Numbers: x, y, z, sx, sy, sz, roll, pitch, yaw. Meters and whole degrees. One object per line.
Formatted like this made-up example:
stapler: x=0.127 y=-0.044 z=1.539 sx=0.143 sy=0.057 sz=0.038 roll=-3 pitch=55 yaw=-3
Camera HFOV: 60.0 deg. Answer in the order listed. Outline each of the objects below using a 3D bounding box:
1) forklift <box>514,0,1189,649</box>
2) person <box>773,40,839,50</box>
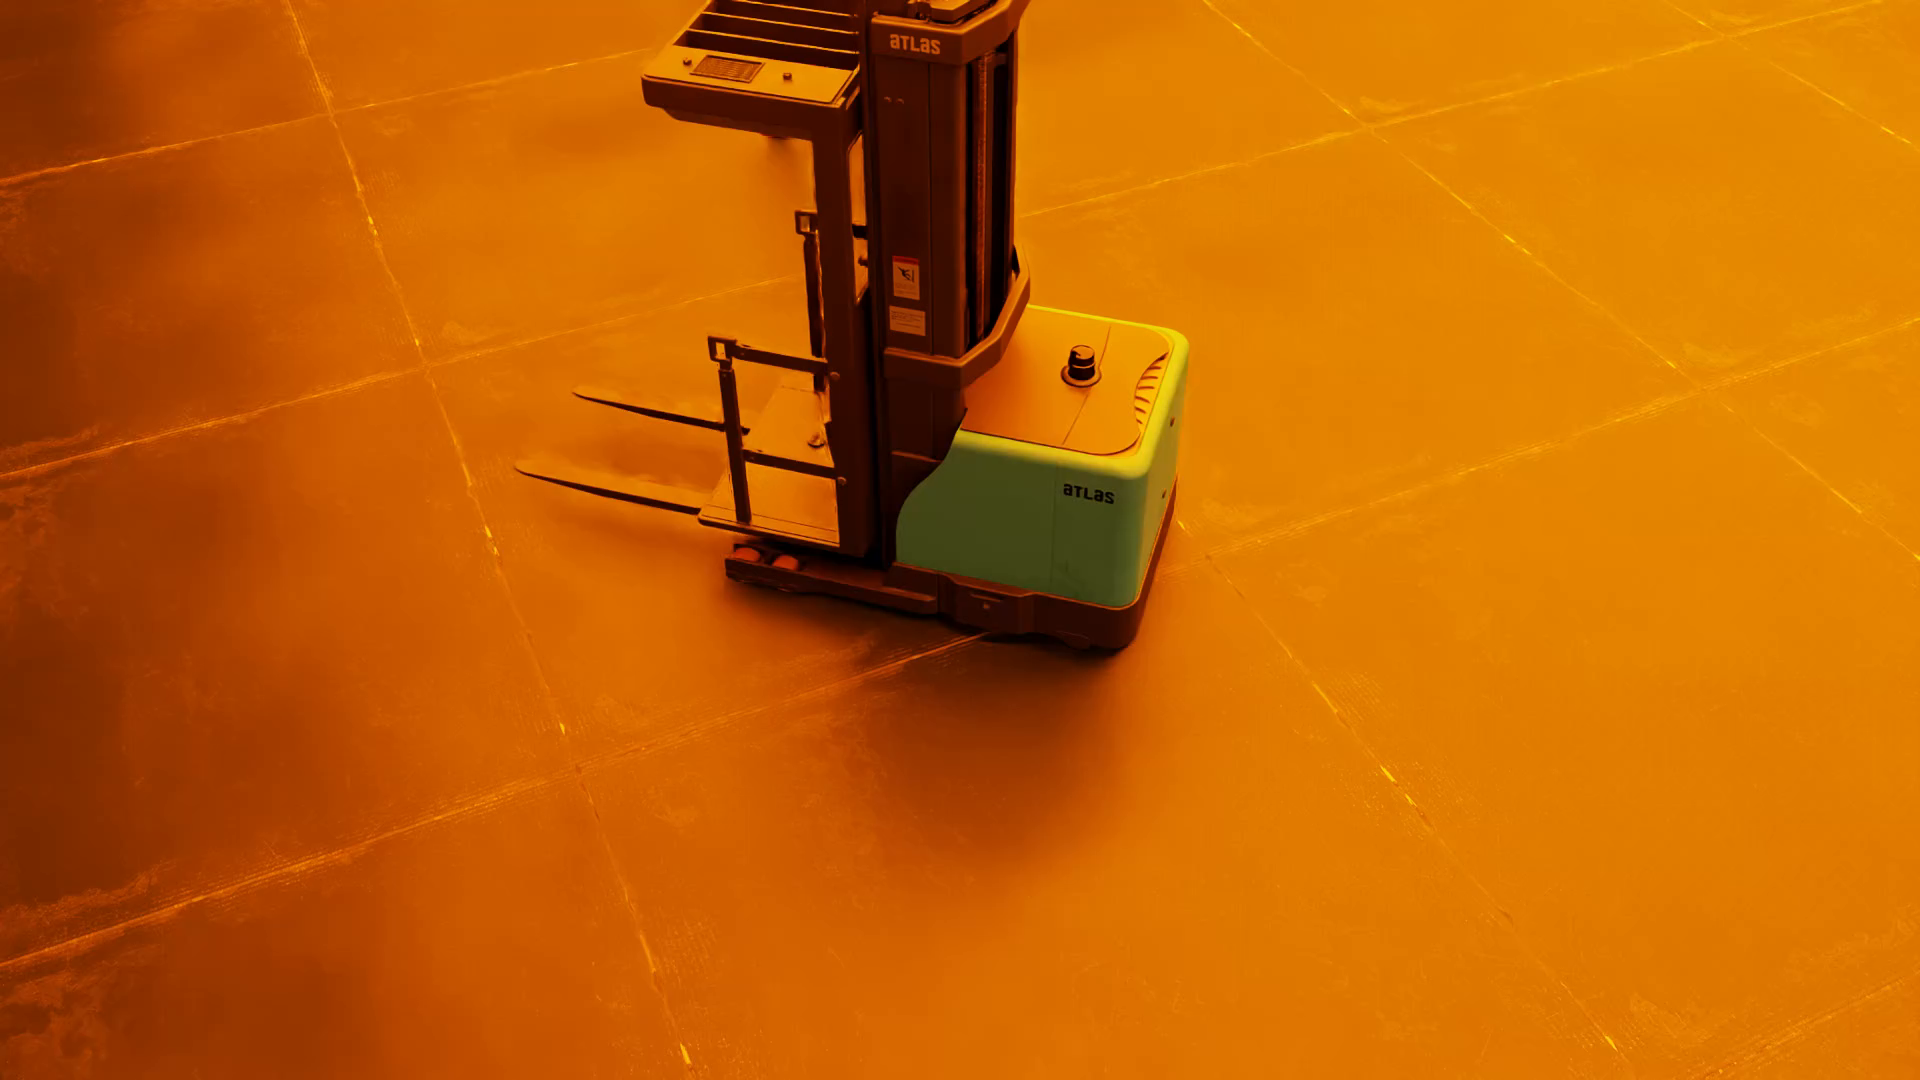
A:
forklift: x=-0.565 y=-1.170 z=6.934 sx=3.031 sy=2.935 sz=1.130 roll=12 pitch=44 yaw=12
person: x=-0.957 y=-3.205 z=10.124 sx=0.585 sy=1.681 sz=0.505 roll=-24 pitch=48 yaw=-24
